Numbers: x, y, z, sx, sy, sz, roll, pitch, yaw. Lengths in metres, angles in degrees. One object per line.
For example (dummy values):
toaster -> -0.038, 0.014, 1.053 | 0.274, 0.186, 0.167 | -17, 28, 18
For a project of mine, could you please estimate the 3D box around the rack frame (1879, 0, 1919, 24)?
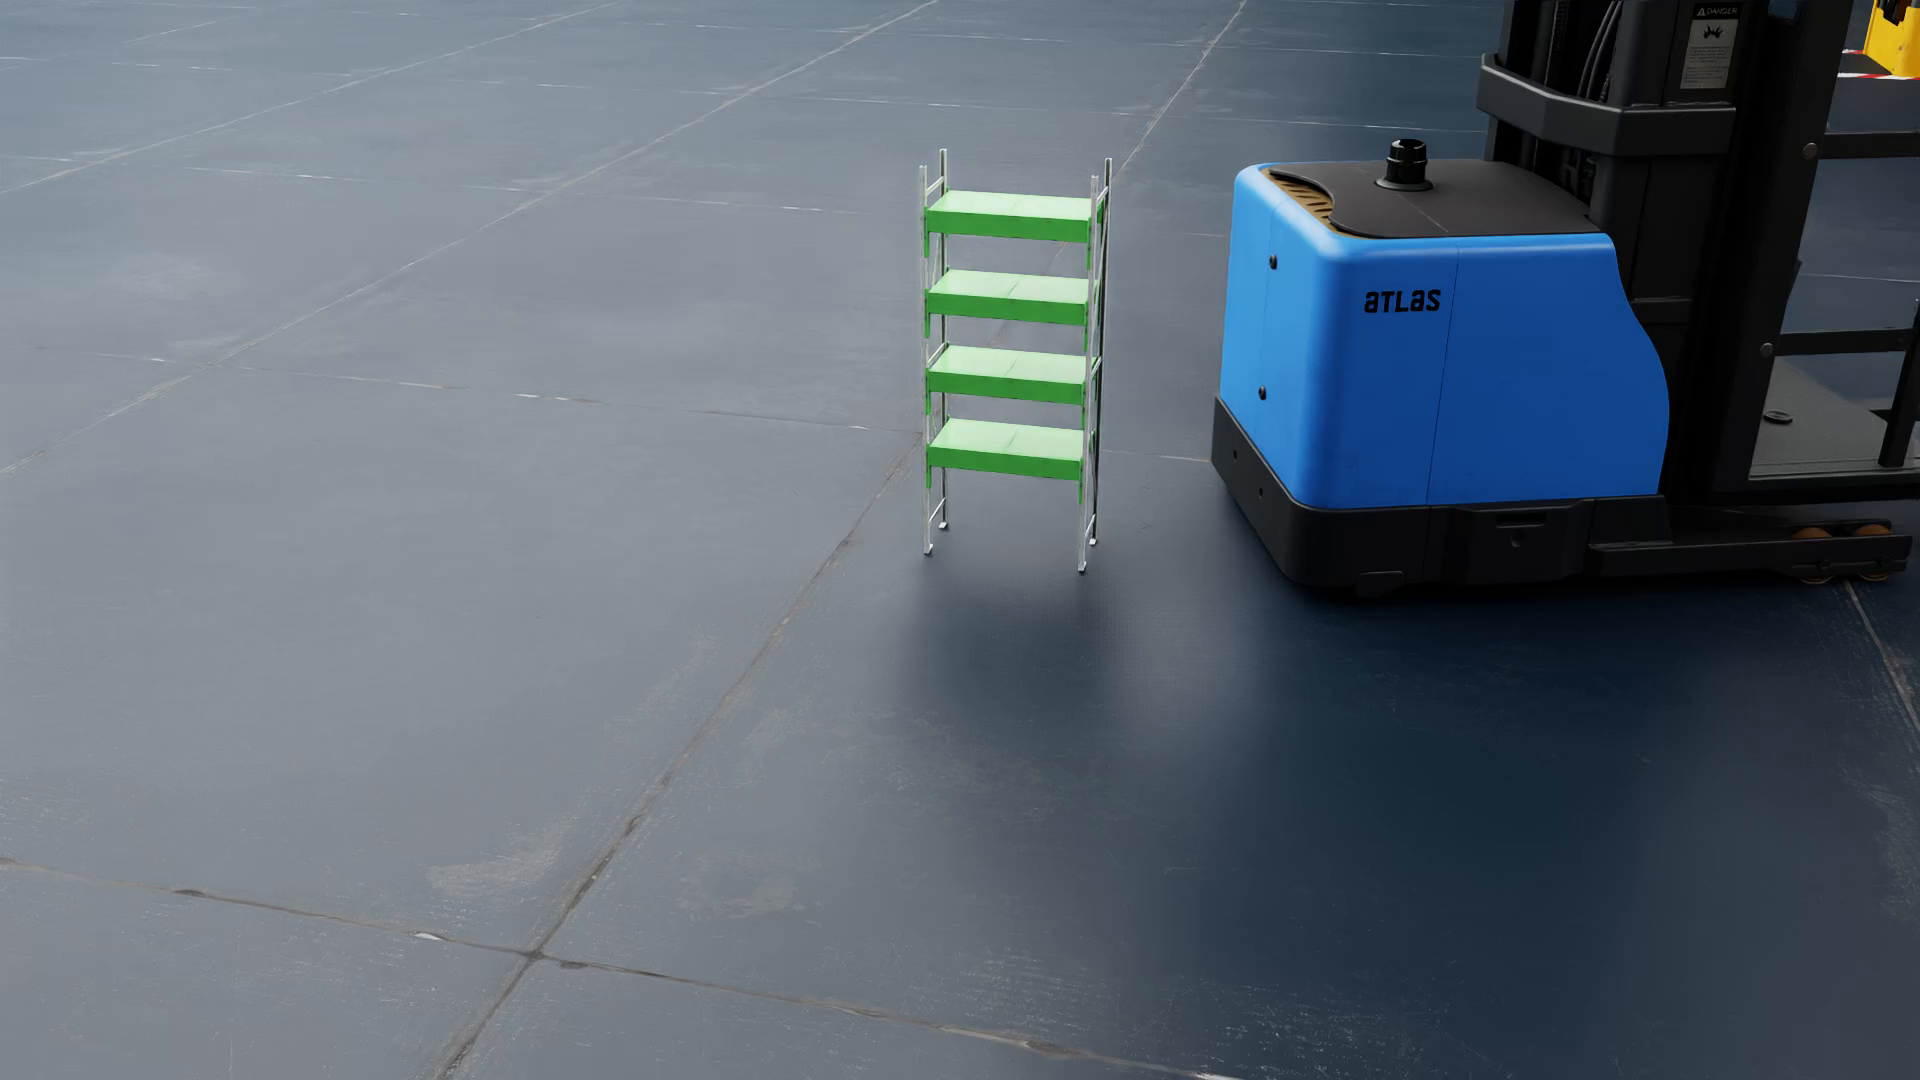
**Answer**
rack frame -> 7.359, -5.114, 12.501 | 0.127, 3.000, 1.000 | 6, 26, 13

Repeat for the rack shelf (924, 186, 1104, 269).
rack shelf -> 0.160, -0.900, 4.776 | 0.480, 0.148, 0.258 | 6, 26, 13

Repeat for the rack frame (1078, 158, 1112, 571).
rack frame -> 0.397, -0.498, 4.900 | 0.015, 1.200, 0.240 | 6, 26, 13

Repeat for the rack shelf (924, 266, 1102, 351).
rack shelf -> 0.160, -0.683, 4.879 | 0.480, 0.148, 0.258 | 6, 26, 13

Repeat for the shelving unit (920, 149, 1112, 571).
shelving unit -> 0.160, -0.524, 4.955 | 0.503, 1.200, 0.258 | 6, 26, 13

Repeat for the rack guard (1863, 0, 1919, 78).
rack guard -> 7.433, -3.977, 13.022 | 0.348, 0.500, 1.175 | 6, 26, 13

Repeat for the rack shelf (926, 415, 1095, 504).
rack shelf -> 0.160, -0.250, 5.086 | 0.480, 0.148, 0.258 | 6, 26, 13

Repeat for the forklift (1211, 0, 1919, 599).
forklift -> 2.405, -1.414, 4.810 | 3.031, 2.935, 1.130 | -3, 26, -6

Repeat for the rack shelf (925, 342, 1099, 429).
rack shelf -> 0.160, -0.466, 4.982 | 0.480, 0.148, 0.258 | 6, 26, 13

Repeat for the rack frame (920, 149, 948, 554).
rack frame -> -0.076, -0.550, 5.010 | 0.015, 1.200, 0.240 | 6, 26, 13
